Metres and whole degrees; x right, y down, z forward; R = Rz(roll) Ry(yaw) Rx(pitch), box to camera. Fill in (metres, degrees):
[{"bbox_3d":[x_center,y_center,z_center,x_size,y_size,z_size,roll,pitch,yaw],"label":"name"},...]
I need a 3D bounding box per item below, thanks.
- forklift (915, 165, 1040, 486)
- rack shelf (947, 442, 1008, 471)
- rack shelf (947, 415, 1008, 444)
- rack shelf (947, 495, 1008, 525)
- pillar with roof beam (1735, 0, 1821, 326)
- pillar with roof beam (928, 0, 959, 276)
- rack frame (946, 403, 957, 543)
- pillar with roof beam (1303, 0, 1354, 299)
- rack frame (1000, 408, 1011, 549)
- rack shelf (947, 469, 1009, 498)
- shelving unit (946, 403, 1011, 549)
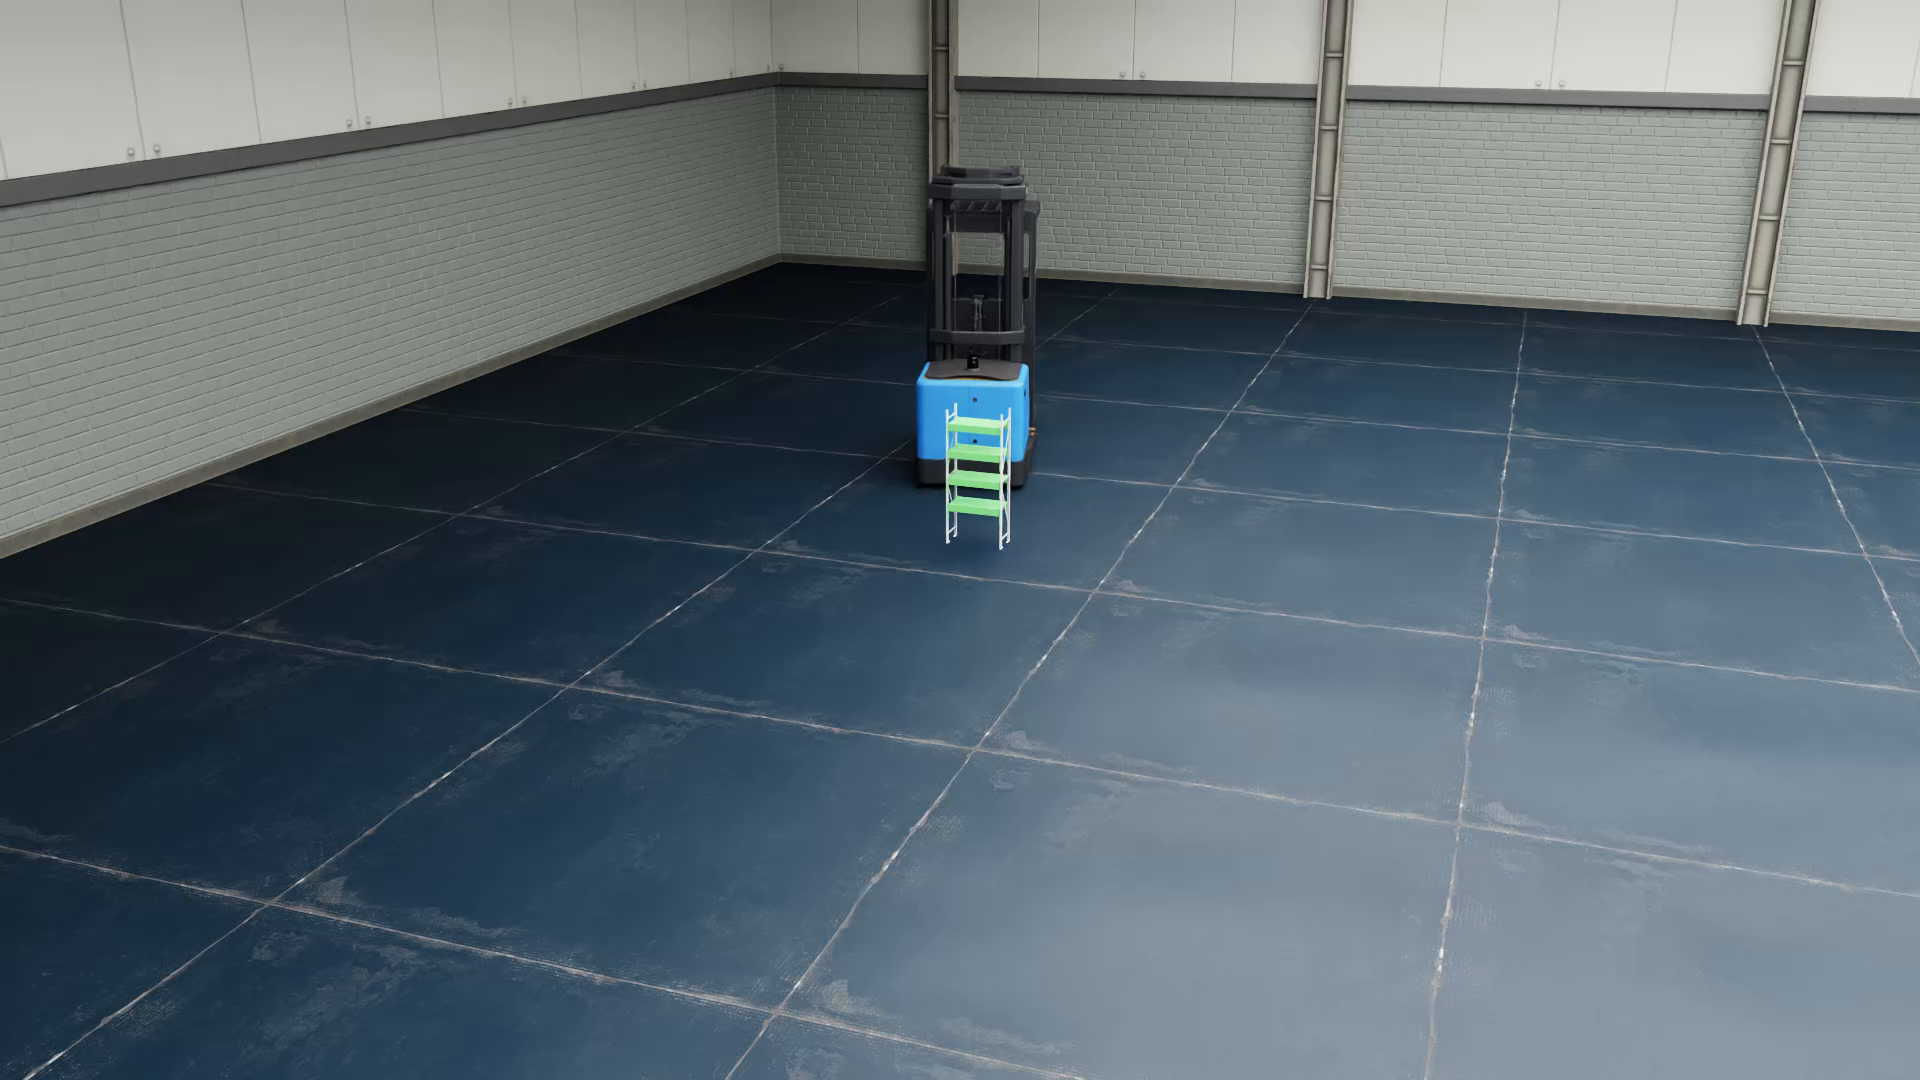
[{"bbox_3d":[0.231,-2.340,16.837,1.130,2.935,3.031,2,19,5],"label":"forklift"},{"bbox_3d":[0.156,-0.715,14.269,0.480,0.148,0.258,7,20,18],"label":"rack shelf"},{"bbox_3d":[0.156,-0.942,14.190,0.480,0.148,0.258,7,20,18],"label":"rack shelf"},{"bbox_3d":[0.156,-0.262,14.427,0.480,0.148,0.258,7,20,18],"label":"rack shelf"},{"bbox_3d":[9.663,-5.944,17.956,0.400,9.000,9.100,7,20,18],"label":"pillar with roof beam"},{"bbox_3d":[-1.673,-7.240,21.675,0.400,9.000,9.100,7,20,18],"label":"pillar with roof beam"},{"bbox_3d":[-0.074,-0.575,14.403,0.015,1.200,0.240,7,20,18],"label":"rack frame"},{"bbox_3d":[3.995,-6.592,19.815,0.400,9.000,9.100,7,20,18],"label":"pillar with roof beam"},{"bbox_3d":[0.387,-0.522,14.252,0.015,1.200,0.240,7,20,18],"label":"rack frame"},{"bbox_3d":[0.156,-0.488,14.348,0.480,0.148,0.258,7,20,18],"label":"rack shelf"},{"bbox_3d":[0.156,-0.549,14.327,0.503,1.200,0.258,7,20,18],"label":"shelving unit"}]
